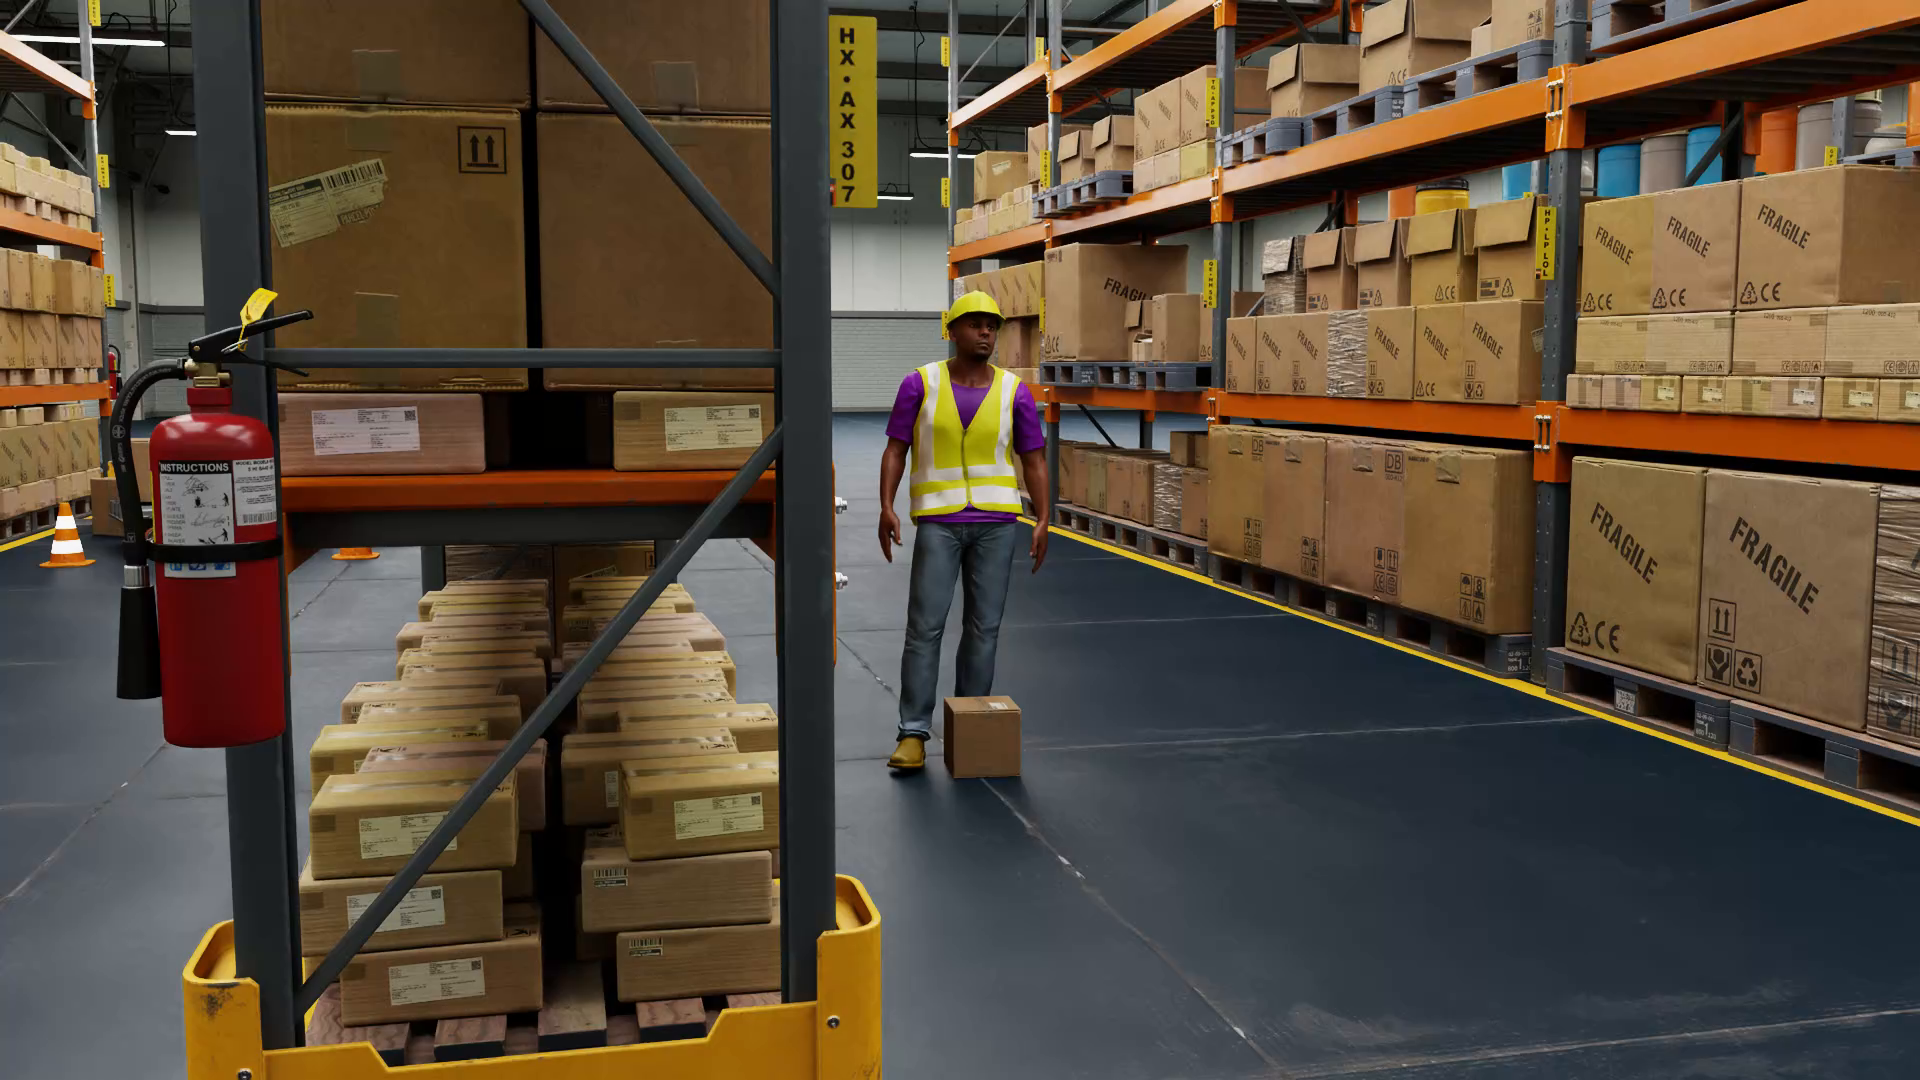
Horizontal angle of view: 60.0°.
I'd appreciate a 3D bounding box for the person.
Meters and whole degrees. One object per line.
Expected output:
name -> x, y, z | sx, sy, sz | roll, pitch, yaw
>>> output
person -> 0.026, -0.054, 6.270 | 0.666, 1.766, 0.576 | -1, 6, -7
